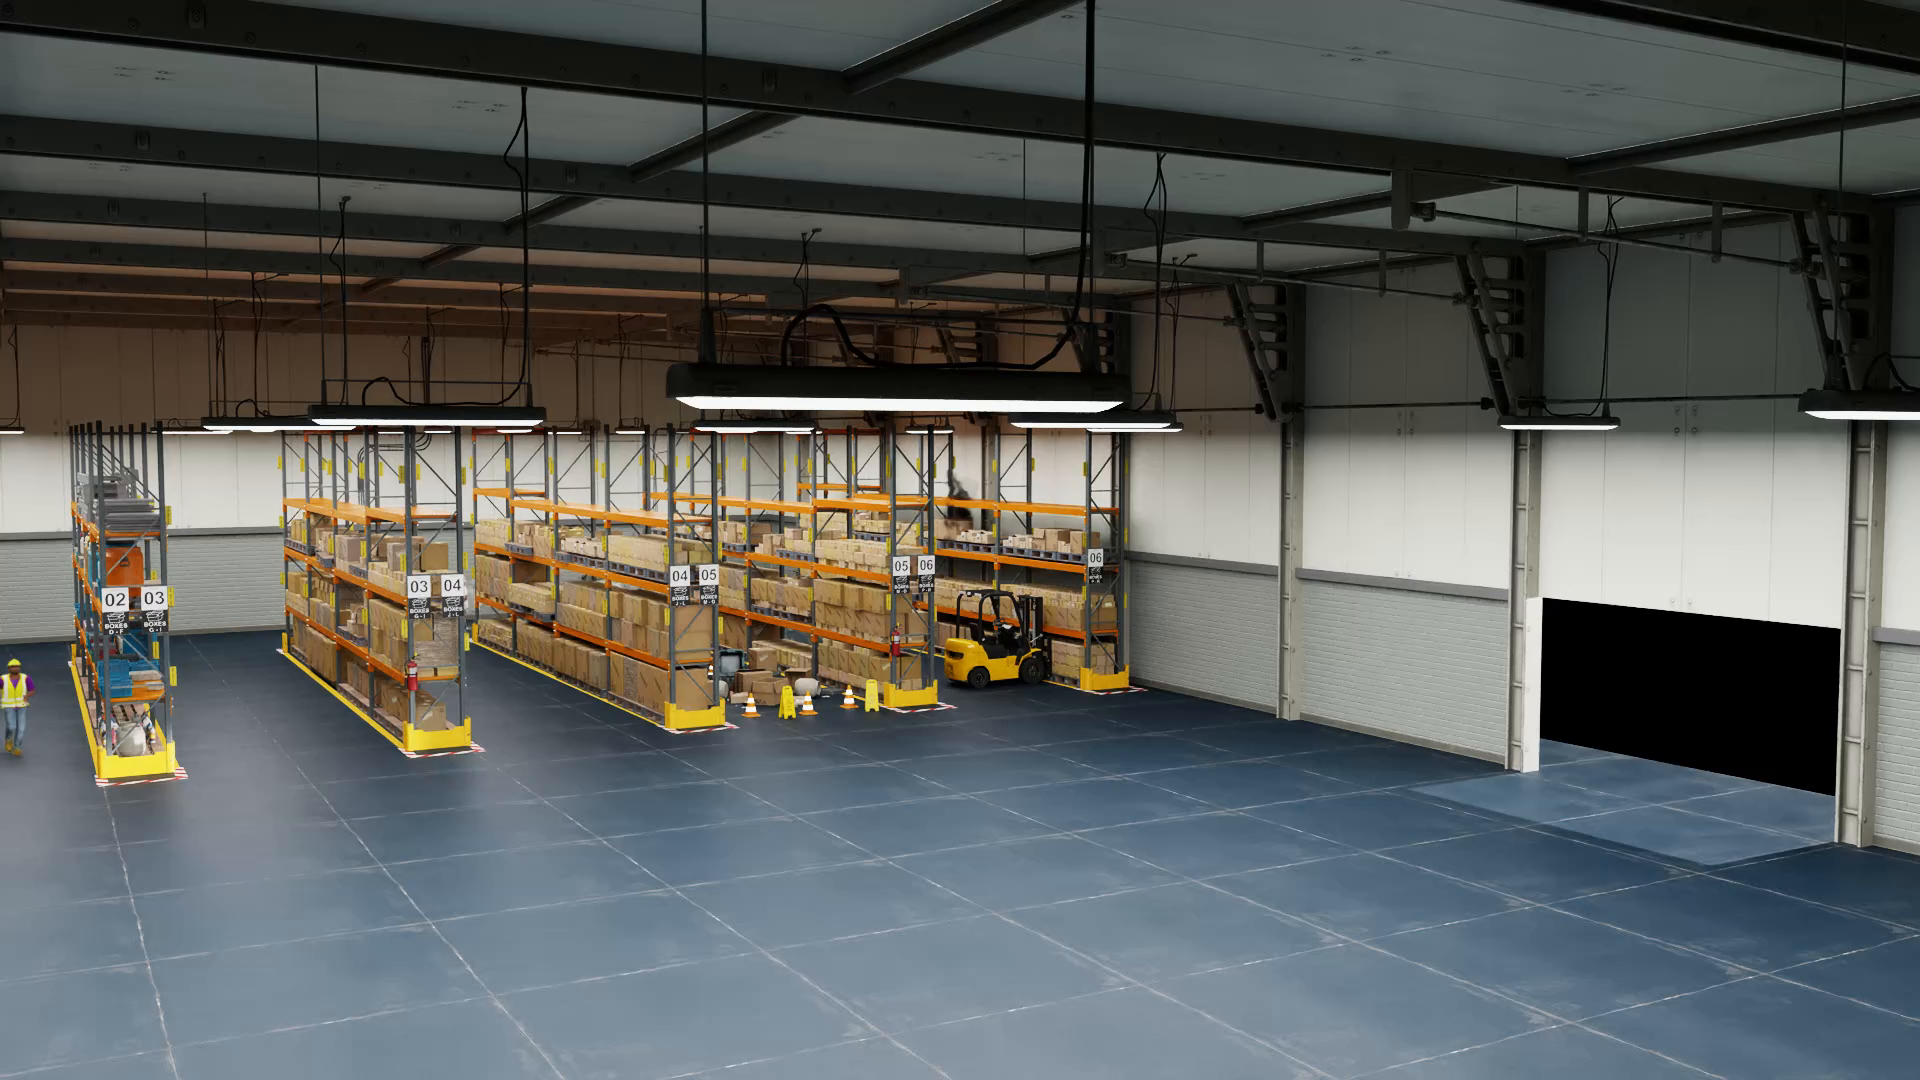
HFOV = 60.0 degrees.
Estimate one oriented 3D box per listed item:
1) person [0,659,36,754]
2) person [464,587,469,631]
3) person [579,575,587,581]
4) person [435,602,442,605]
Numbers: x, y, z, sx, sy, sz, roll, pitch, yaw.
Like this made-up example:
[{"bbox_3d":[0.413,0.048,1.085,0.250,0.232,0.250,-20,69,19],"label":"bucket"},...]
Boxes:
[{"bbox_3d":[-16.967,3.006,29.858,0.690,1.721,0.597,-3,4,-38],"label":"person"},{"bbox_3d":[-14.404,1.922,47.697,0.762,1.704,0.967,-2,4,-28],"label":"person"},{"bbox_3d":[-11.252,1.853,49.568,0.610,1.636,0.647,-2,4,-25],"label":"person"},{"bbox_3d":[-14.519,1.983,46.227,0.763,1.796,0.925,0,4,7],"label":"person"}]
